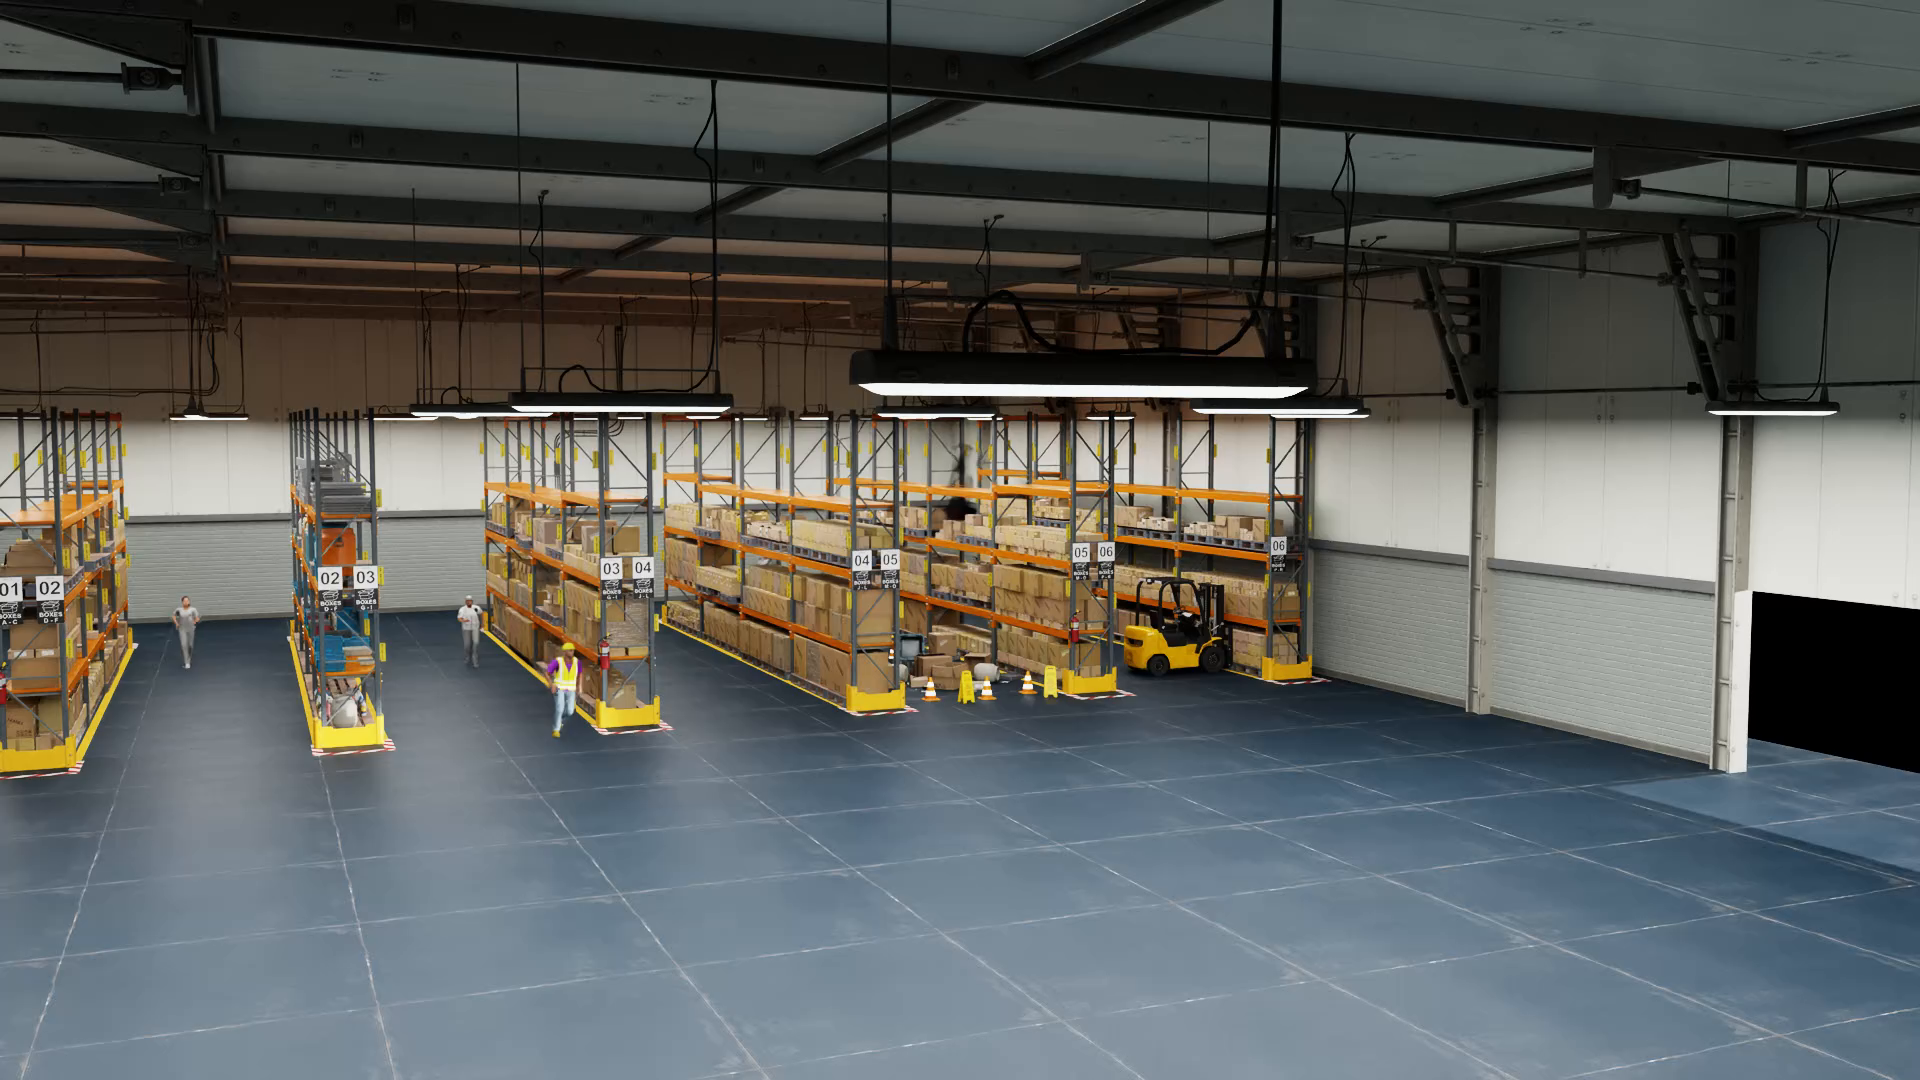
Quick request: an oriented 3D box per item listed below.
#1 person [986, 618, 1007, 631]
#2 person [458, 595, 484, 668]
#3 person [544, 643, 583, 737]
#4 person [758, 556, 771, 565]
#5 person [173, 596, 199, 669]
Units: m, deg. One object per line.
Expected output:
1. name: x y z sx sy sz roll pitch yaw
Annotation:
1. person: 0.958 1.758 43.890 0.690 1.796 0.888 -2 4 -22
2. person: -11.566 2.160 39.343 0.606 1.705 0.802 -1 4 -18
3. person: -7.272 2.735 30.574 0.747 1.702 0.556 -3 5 -35
4. person: -6.098 1.220 51.653 0.630 1.833 0.781 4 5 43
5. person: -18.208 2.152 39.146 0.569 1.675 0.930 -2 5 -28
